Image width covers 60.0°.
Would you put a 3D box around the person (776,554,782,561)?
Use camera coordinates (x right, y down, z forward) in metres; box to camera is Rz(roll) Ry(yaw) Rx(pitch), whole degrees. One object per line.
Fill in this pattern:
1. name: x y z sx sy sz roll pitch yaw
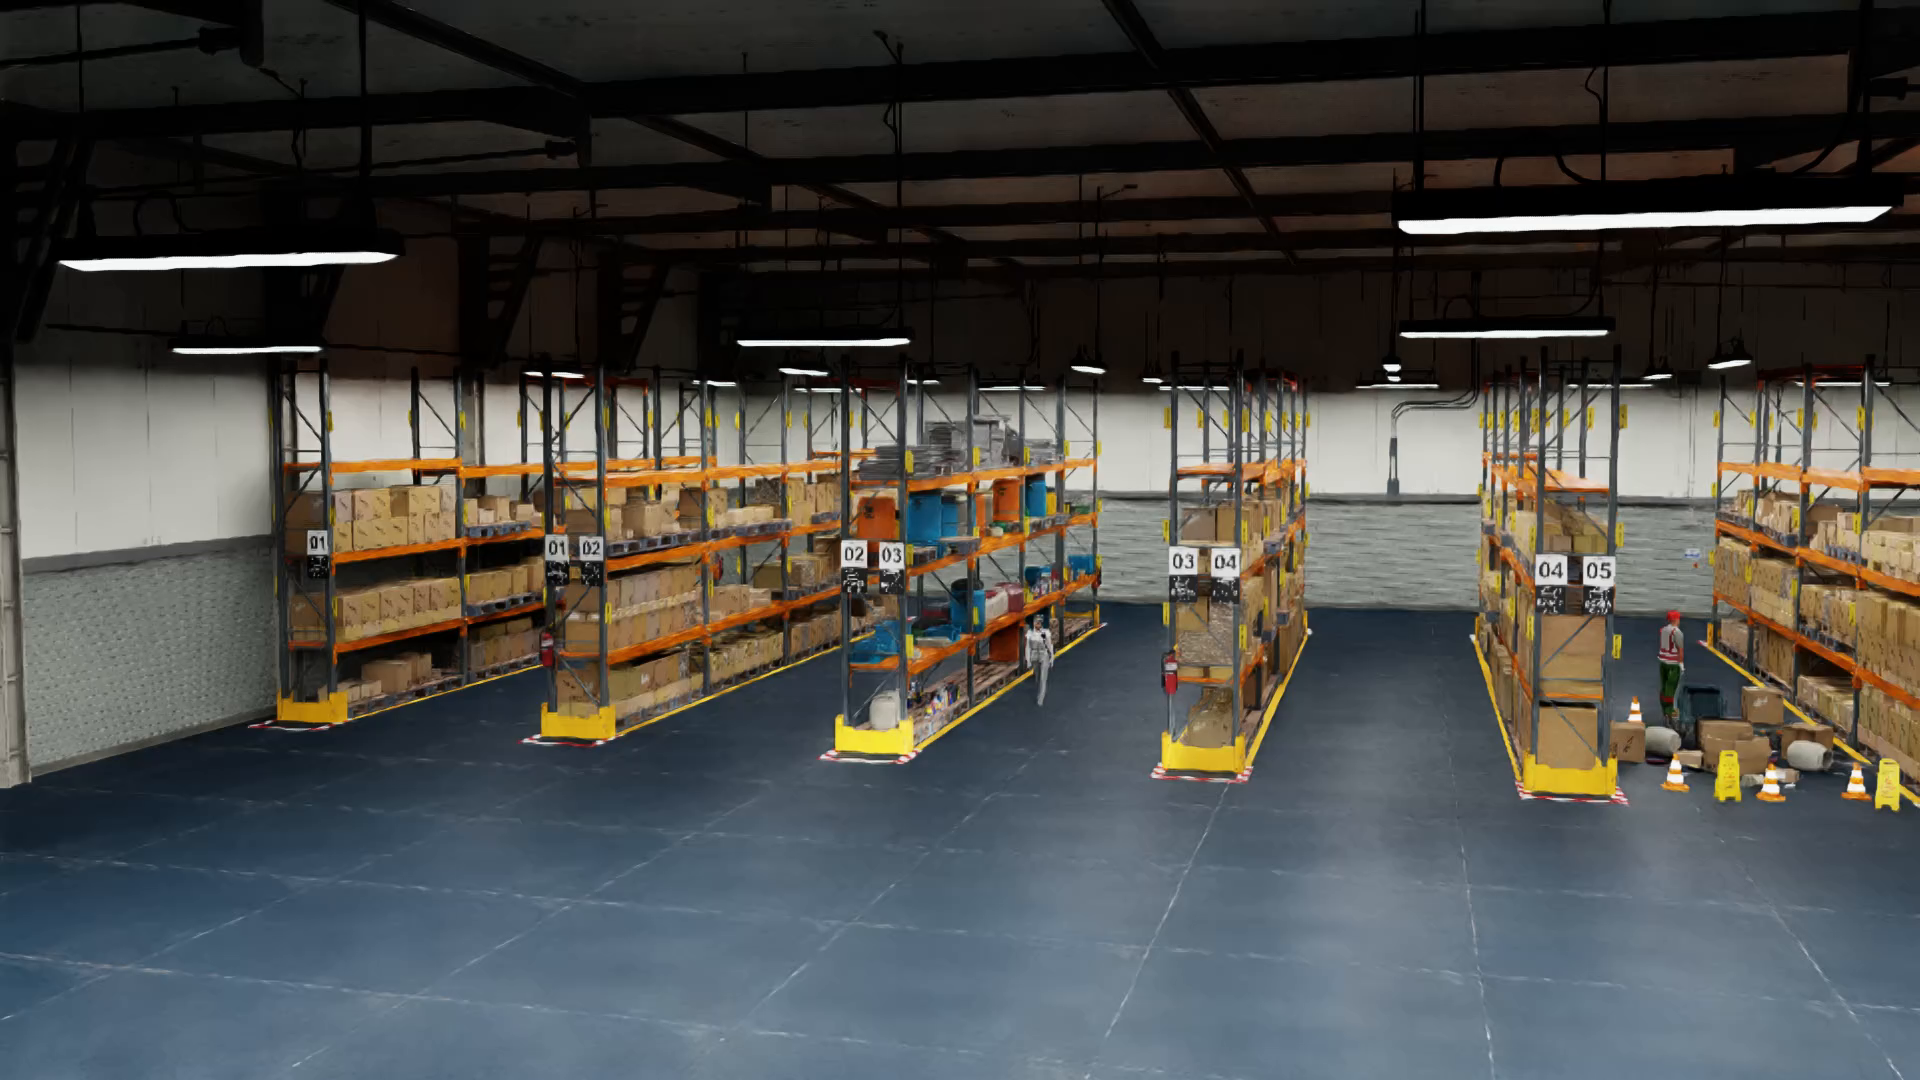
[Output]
1. person: -4.566 1.147 42.519 0.461 1.583 0.999 1 4 14

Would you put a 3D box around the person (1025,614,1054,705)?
1. person: 1.385 2.081 29.347 0.495 1.585 1.086 1 4 17

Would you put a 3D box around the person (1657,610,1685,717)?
1. person: 12.033 2.072 28.042 0.462 1.794 0.625 -1 4 -11
